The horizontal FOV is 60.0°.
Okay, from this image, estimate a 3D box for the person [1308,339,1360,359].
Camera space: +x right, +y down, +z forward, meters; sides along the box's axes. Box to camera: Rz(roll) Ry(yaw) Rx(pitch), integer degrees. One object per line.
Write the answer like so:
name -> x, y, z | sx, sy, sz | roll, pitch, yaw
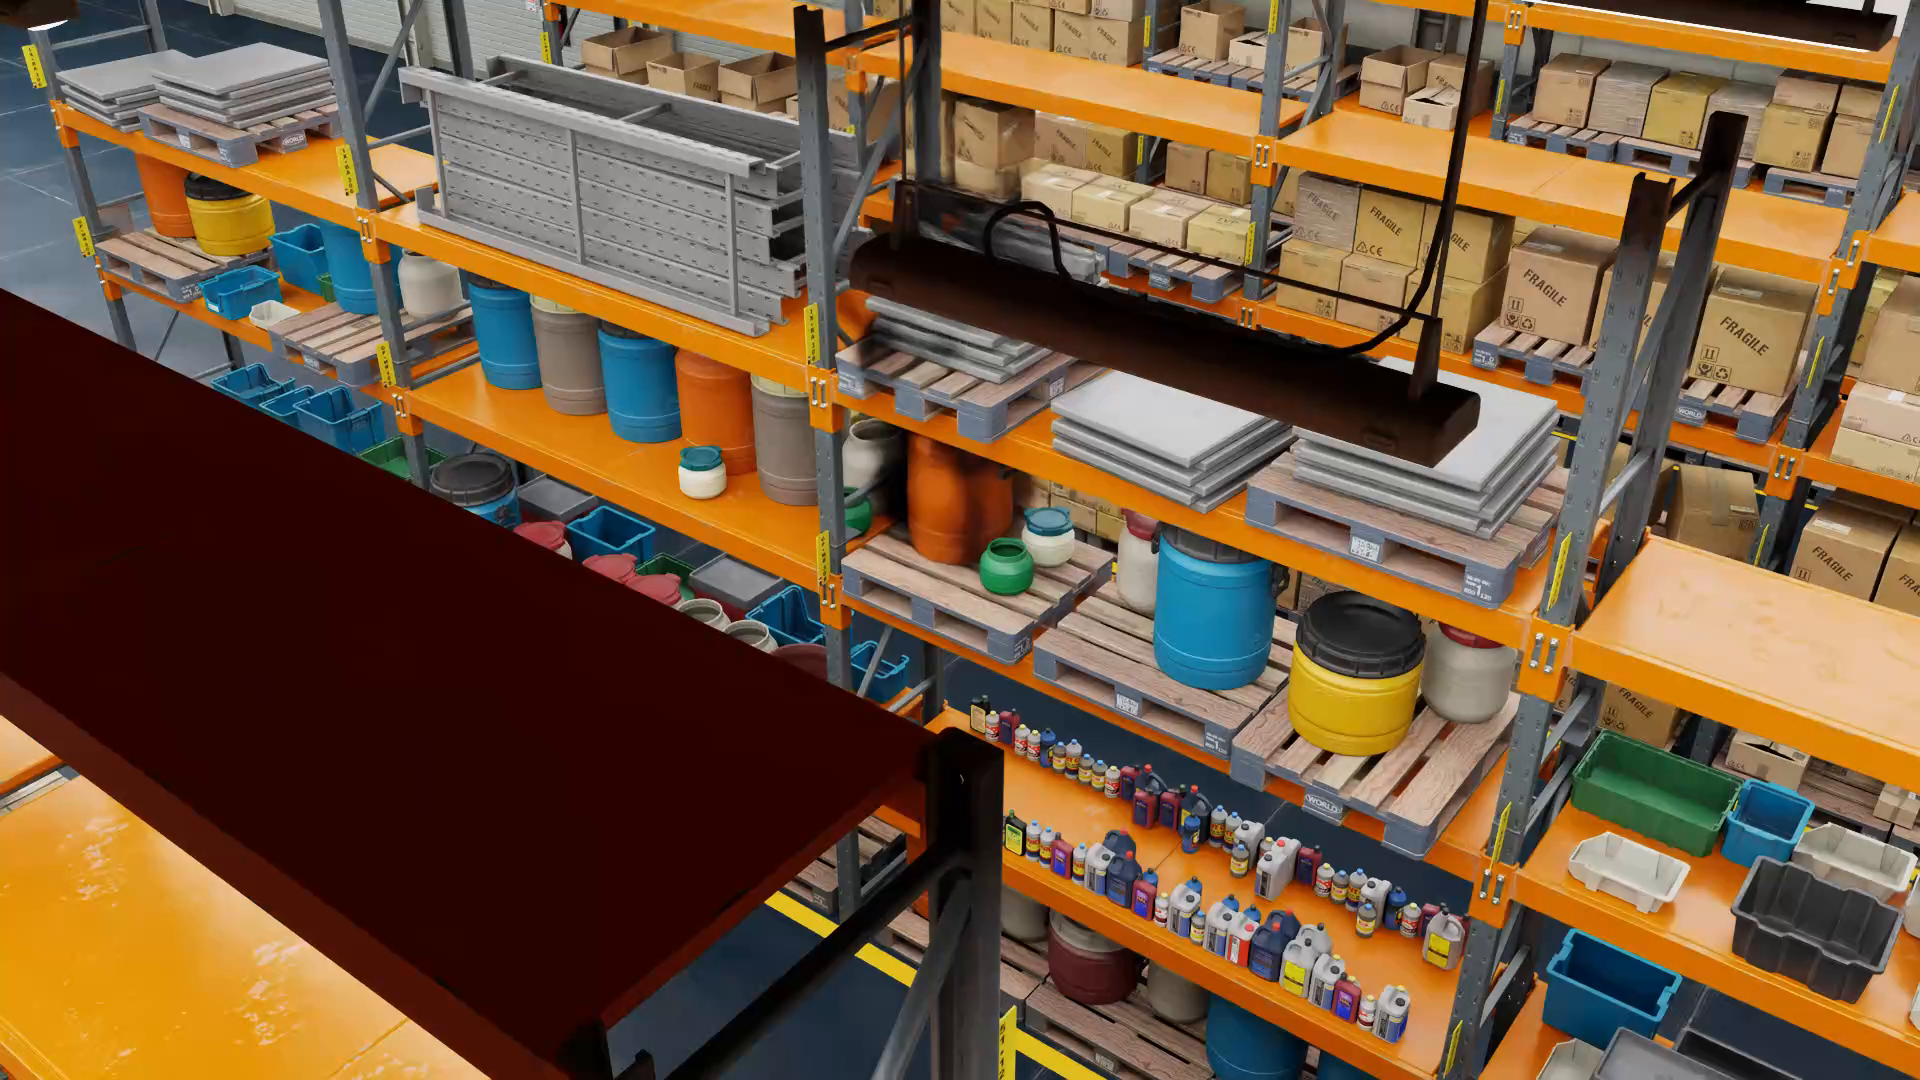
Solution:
person -> 3.695, -1.588, 16.210 | 0.955, 1.734, 0.658 | 17, 35, 26
